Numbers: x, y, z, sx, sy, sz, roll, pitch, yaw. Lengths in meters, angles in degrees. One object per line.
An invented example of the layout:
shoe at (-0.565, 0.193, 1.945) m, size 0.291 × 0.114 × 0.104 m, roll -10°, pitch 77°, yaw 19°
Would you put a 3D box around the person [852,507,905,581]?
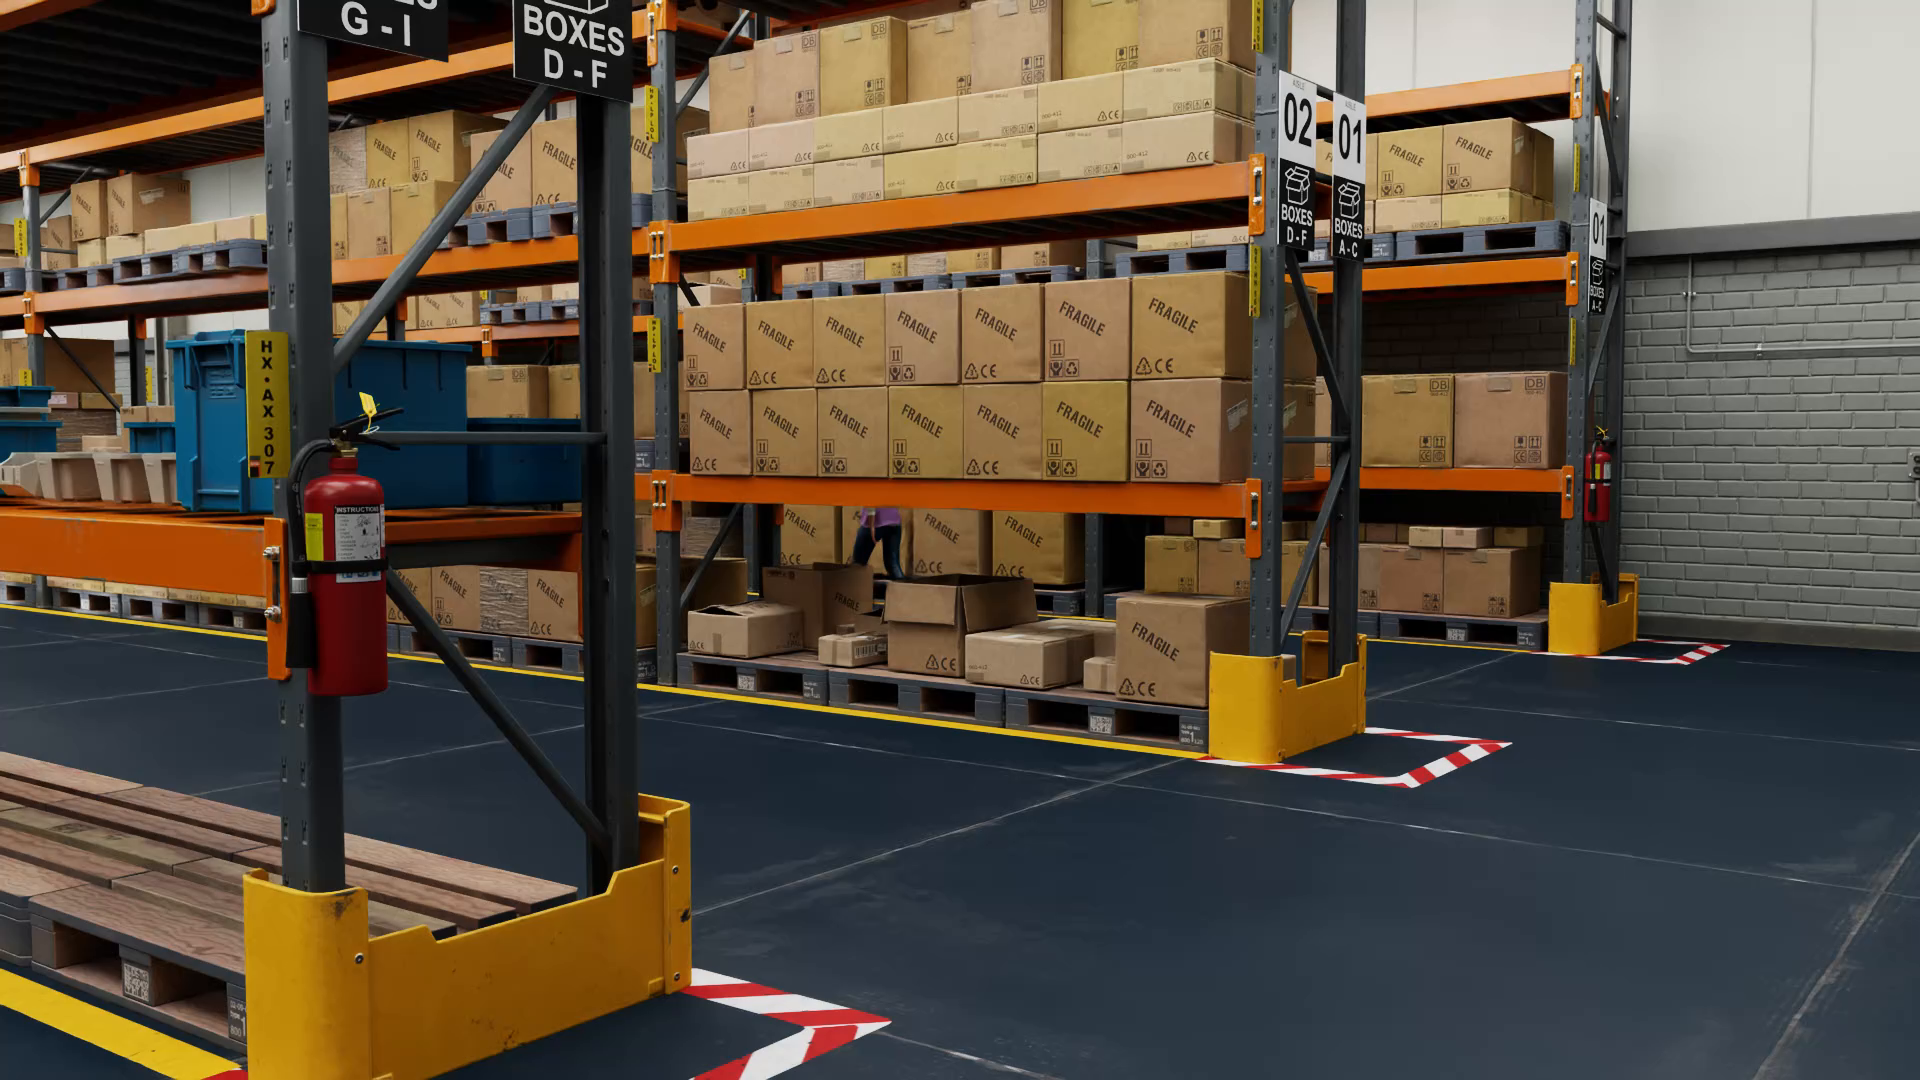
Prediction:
person at (-0.711, -0.123, 13.685) m, size 0.422 × 1.563 × 0.826 m, roll -3°, pitch 4°, yaw -40°
